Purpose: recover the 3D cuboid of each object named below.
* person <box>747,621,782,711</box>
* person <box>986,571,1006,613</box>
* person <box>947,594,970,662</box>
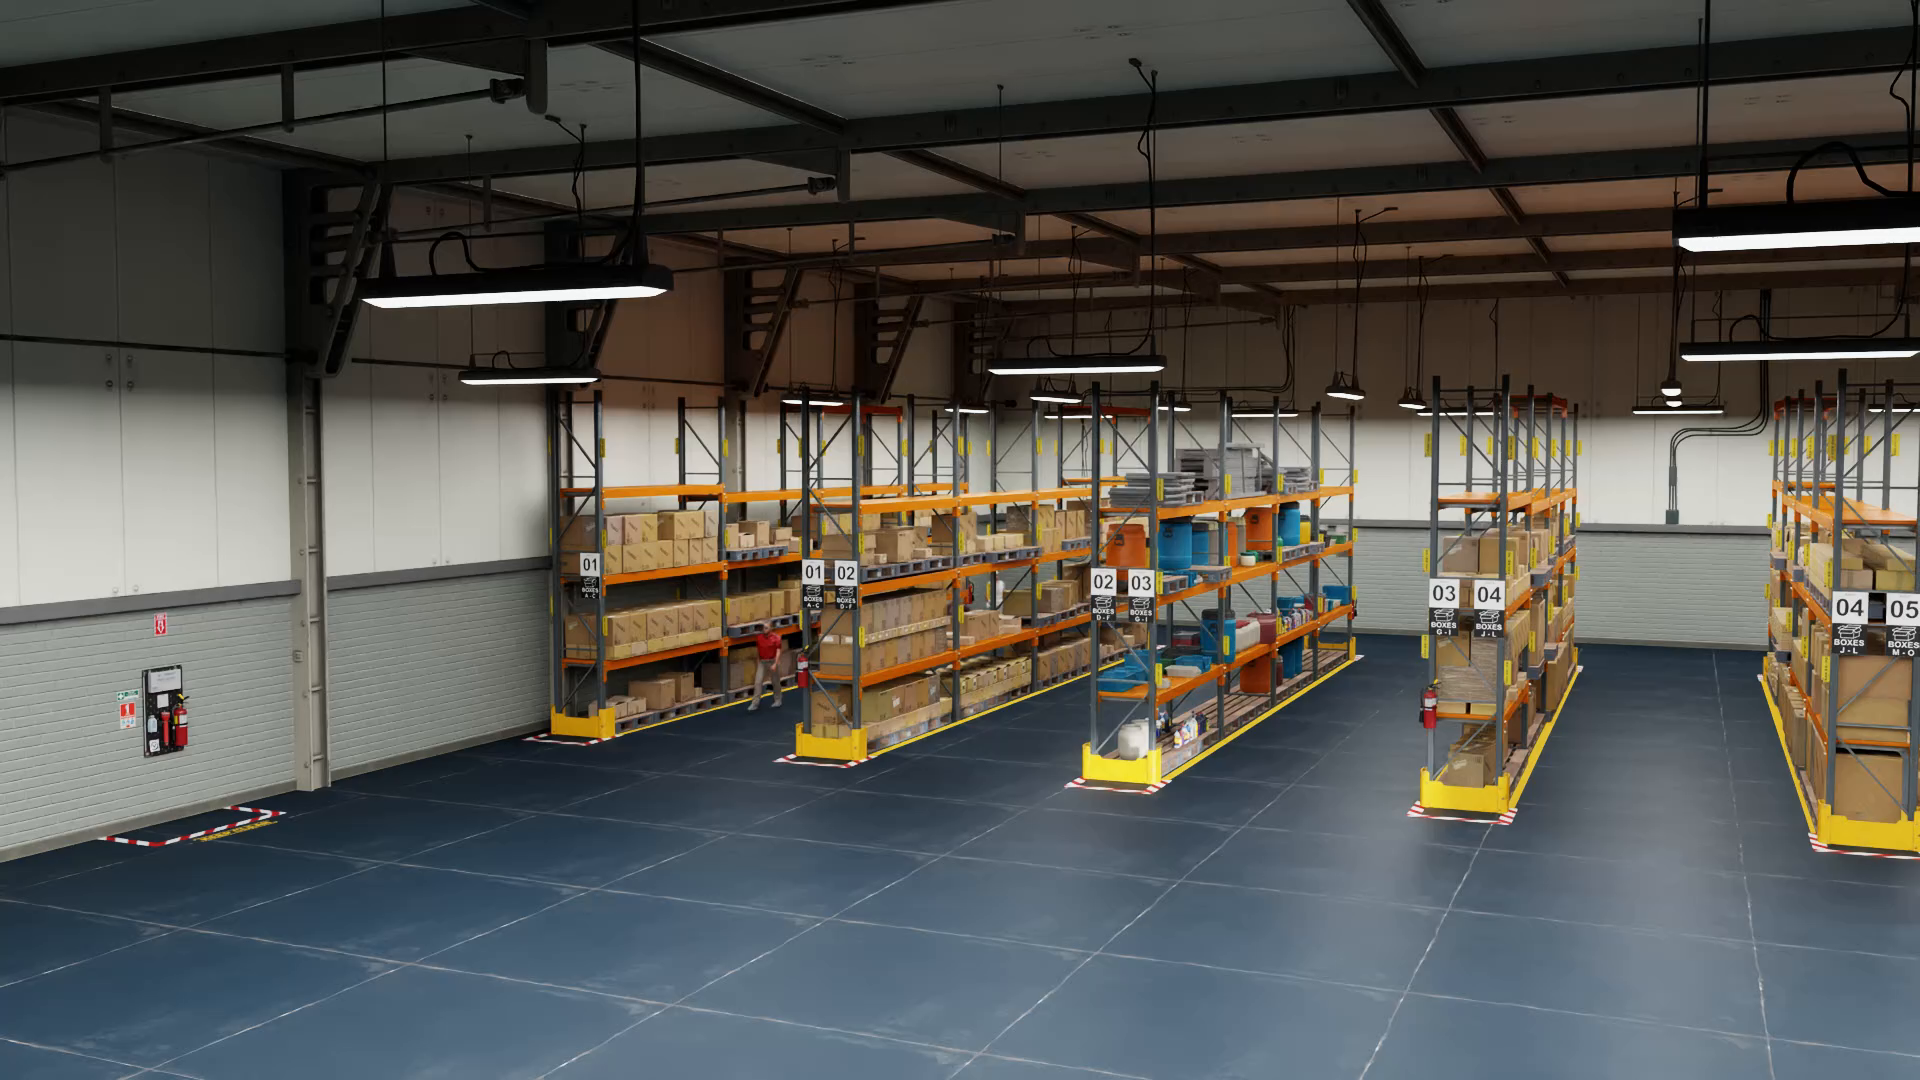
[{"bbox_3d":[-3.684,2.386,31.710,0.547,1.677,0.966,1,3,12],"label":"person"},{"bbox_3d":[0.954,1.669,44.133,0.528,1.764,0.860,-2,4,-28],"label":"person"},{"bbox_3d":[-0.066,2.064,38.103,0.722,1.688,0.662,2,4,31],"label":"person"}]
